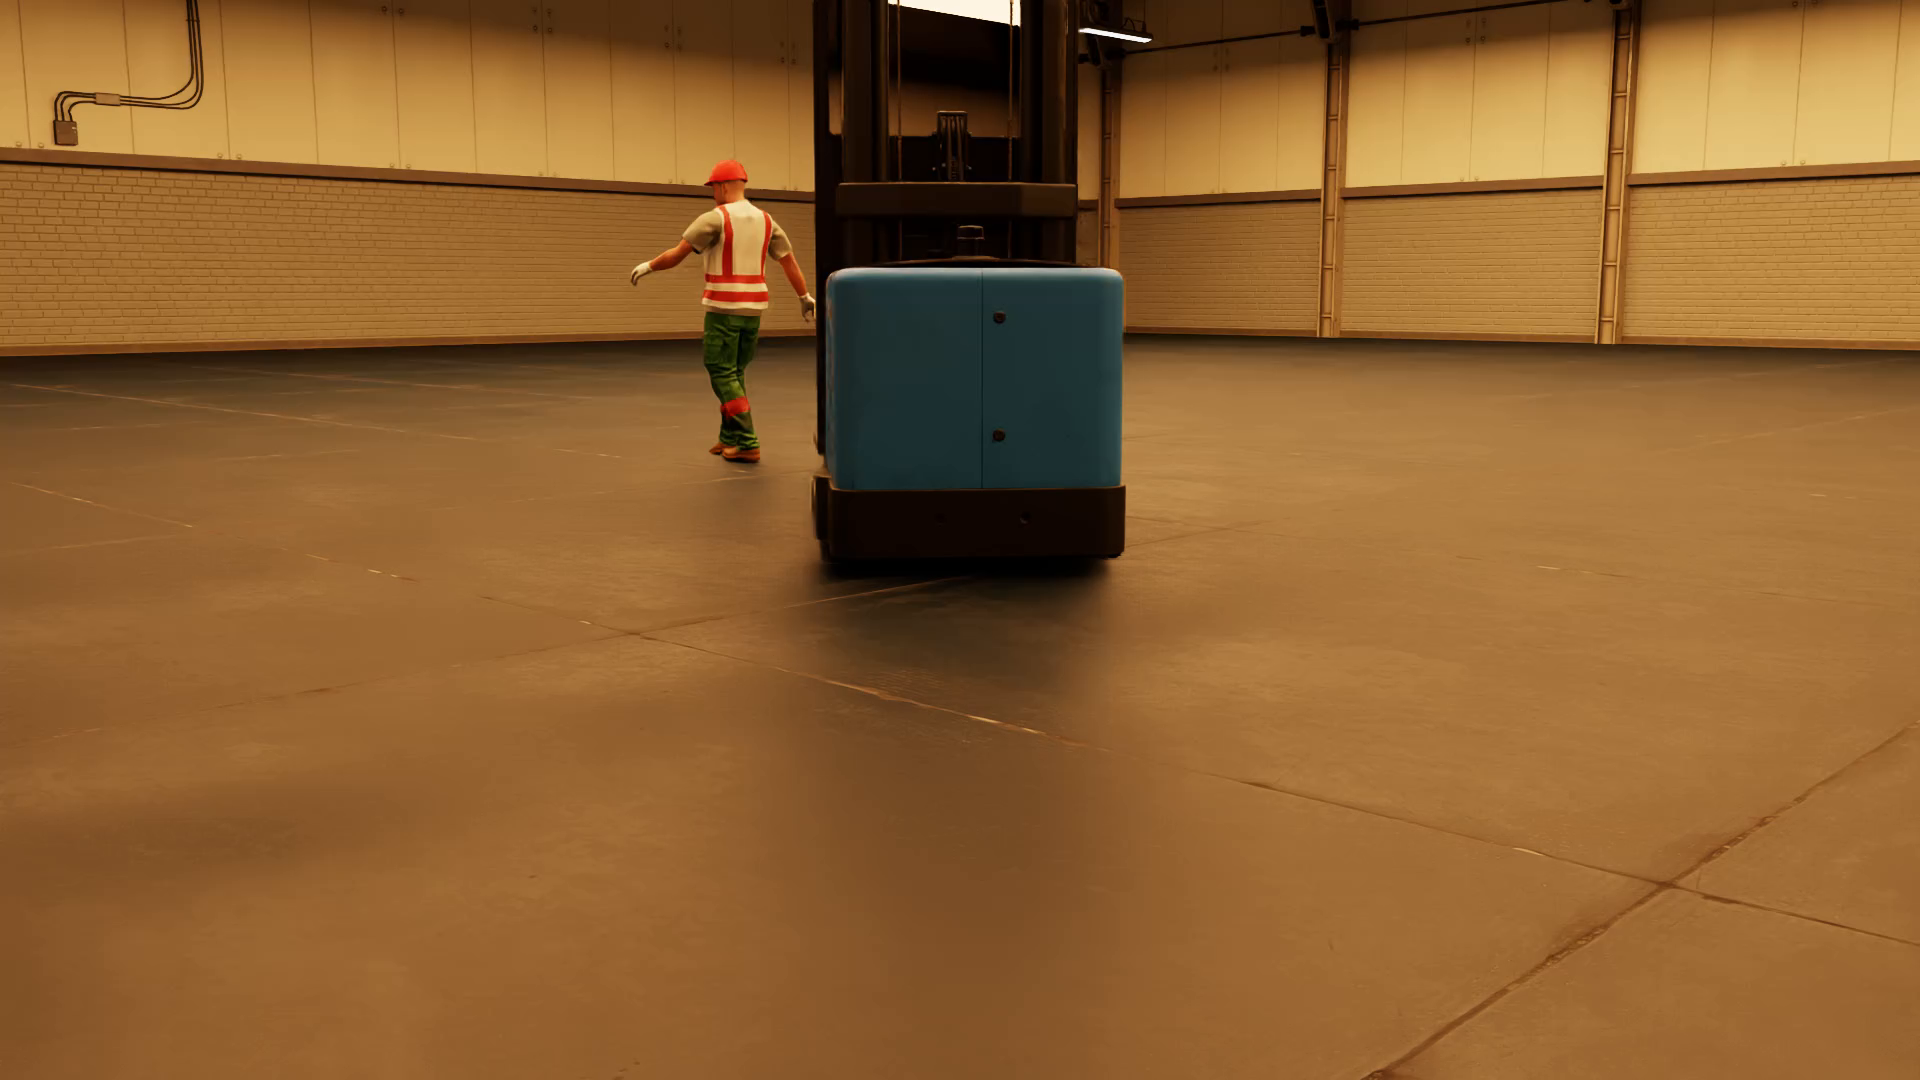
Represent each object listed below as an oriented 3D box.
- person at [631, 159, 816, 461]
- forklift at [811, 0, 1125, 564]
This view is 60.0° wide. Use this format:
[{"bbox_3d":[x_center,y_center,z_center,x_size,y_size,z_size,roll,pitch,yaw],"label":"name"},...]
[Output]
[{"bbox_3d":[-1.362,-1.360,9.913,0.731,1.766,1.011,8,12,44],"label":"person"},{"bbox_3d":[-0.087,-1.541,7.111,1.130,2.935,3.031,-1,9,-6],"label":"forklift"}]
